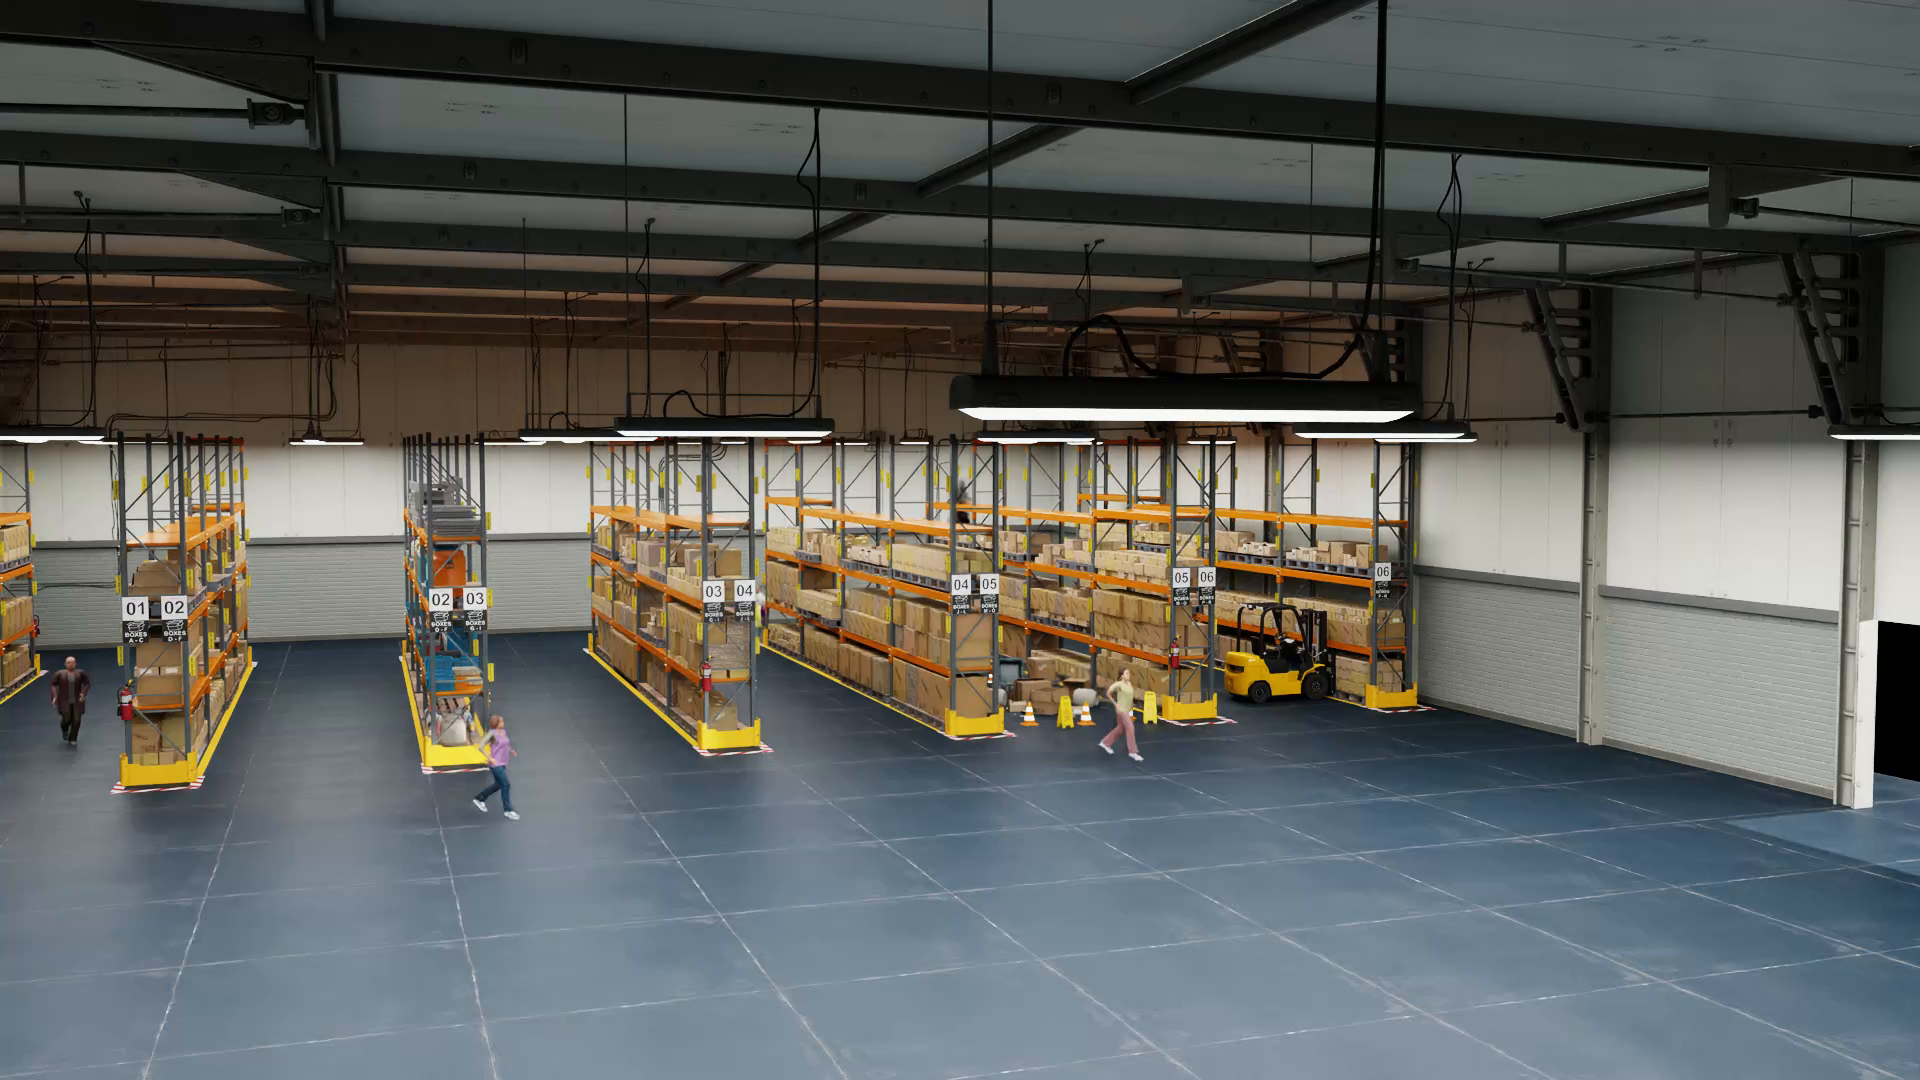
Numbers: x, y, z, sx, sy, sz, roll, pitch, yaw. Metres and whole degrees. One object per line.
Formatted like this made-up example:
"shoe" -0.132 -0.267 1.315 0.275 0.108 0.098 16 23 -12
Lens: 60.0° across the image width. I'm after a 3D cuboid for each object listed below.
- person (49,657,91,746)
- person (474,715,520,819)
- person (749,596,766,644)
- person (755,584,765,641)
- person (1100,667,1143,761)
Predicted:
"person" -17.040 3.095 31.869 0.696 1.726 0.671 -2 4 -33
"person" -7.165 3.500 25.681 0.791 1.591 0.541 1 3 10
"person" -5.552 2.369 44.943 0.682 1.728 0.599 -1 3 -22
"person" -6.011 2.157 49.035 0.571 1.760 0.685 -3 4 -41
"person" 3.003 3.182 30.683 0.894 1.693 0.558 2 4 31
